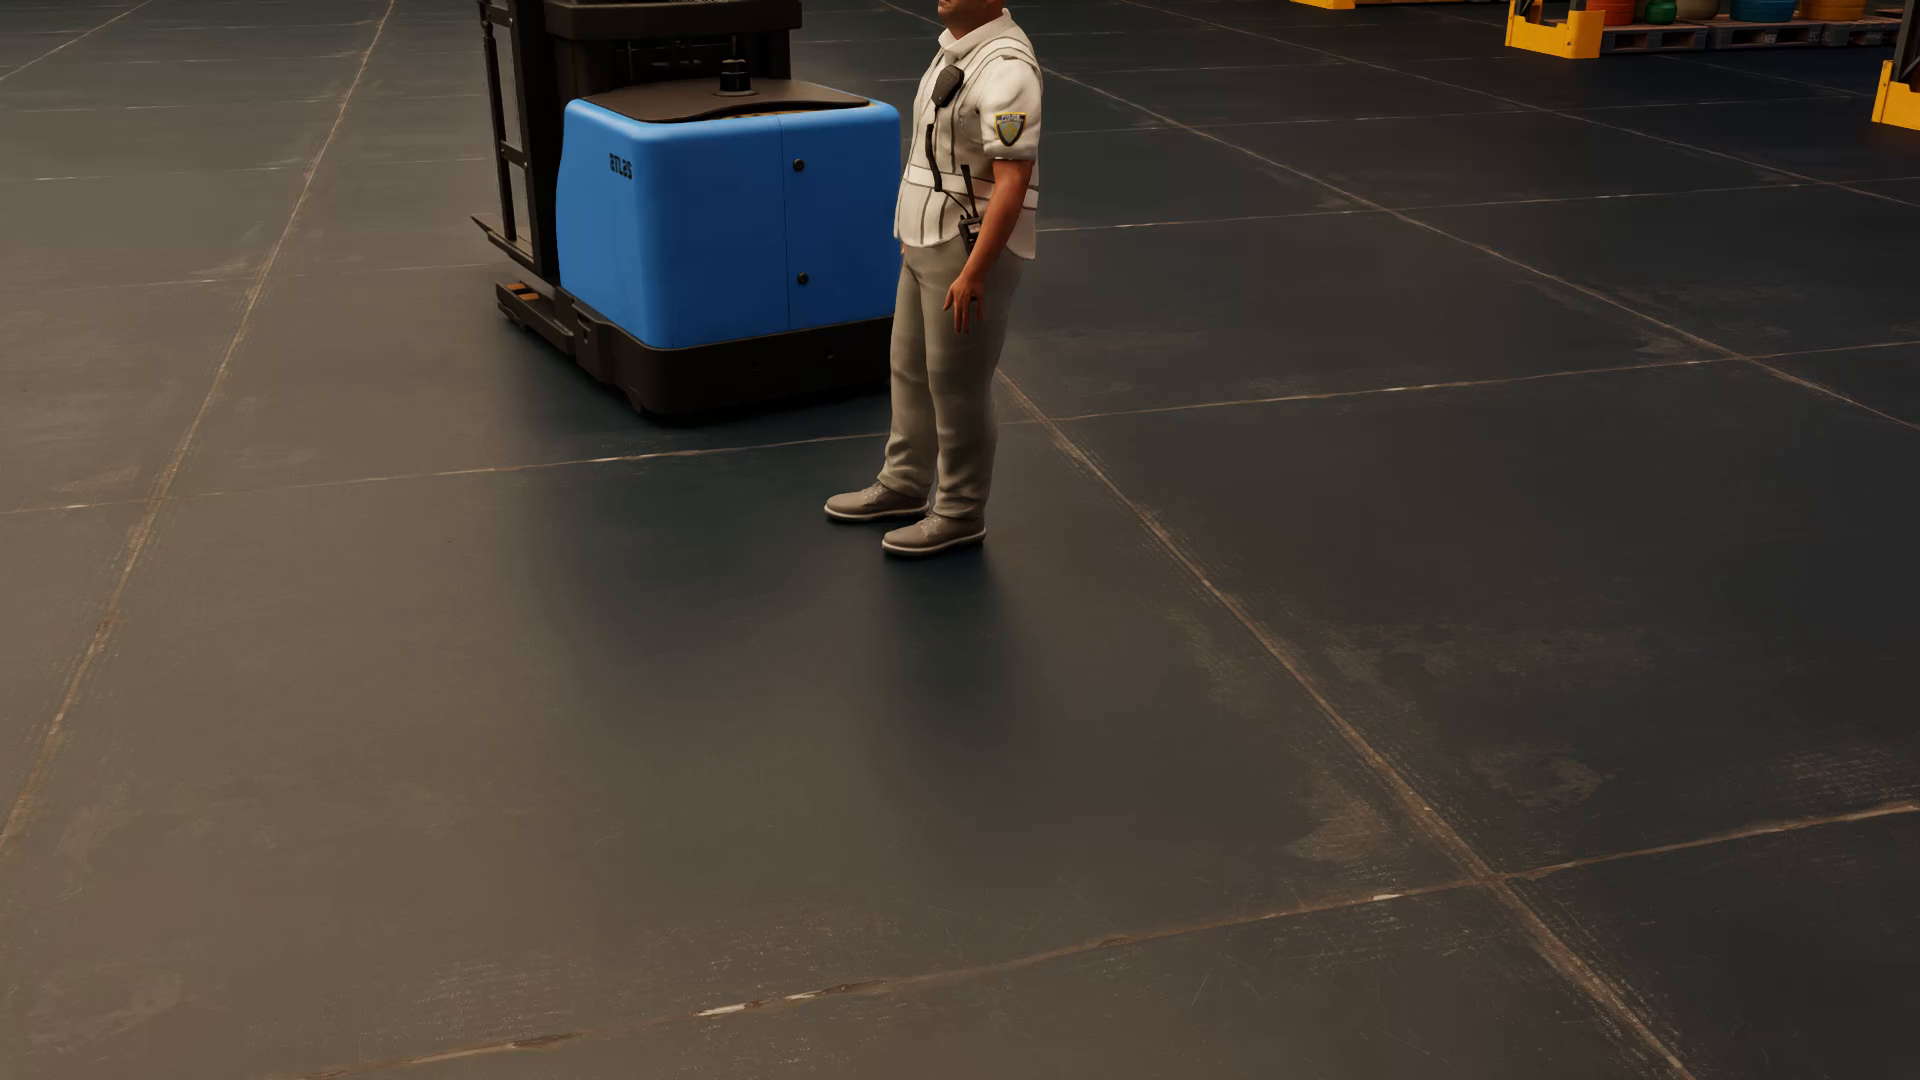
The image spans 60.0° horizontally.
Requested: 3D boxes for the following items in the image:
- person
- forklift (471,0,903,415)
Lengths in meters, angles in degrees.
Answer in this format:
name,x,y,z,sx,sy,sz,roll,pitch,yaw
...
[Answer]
name,x,y,z,sx,sy,sz,roll,pitch,yaw
person,-0.078,-0.823,4.693,0.575,1.781,0.640,-6,24,-14
forklift,-1.381,-2.327,6.777,1.130,2.935,3.031,-13,26,-28
